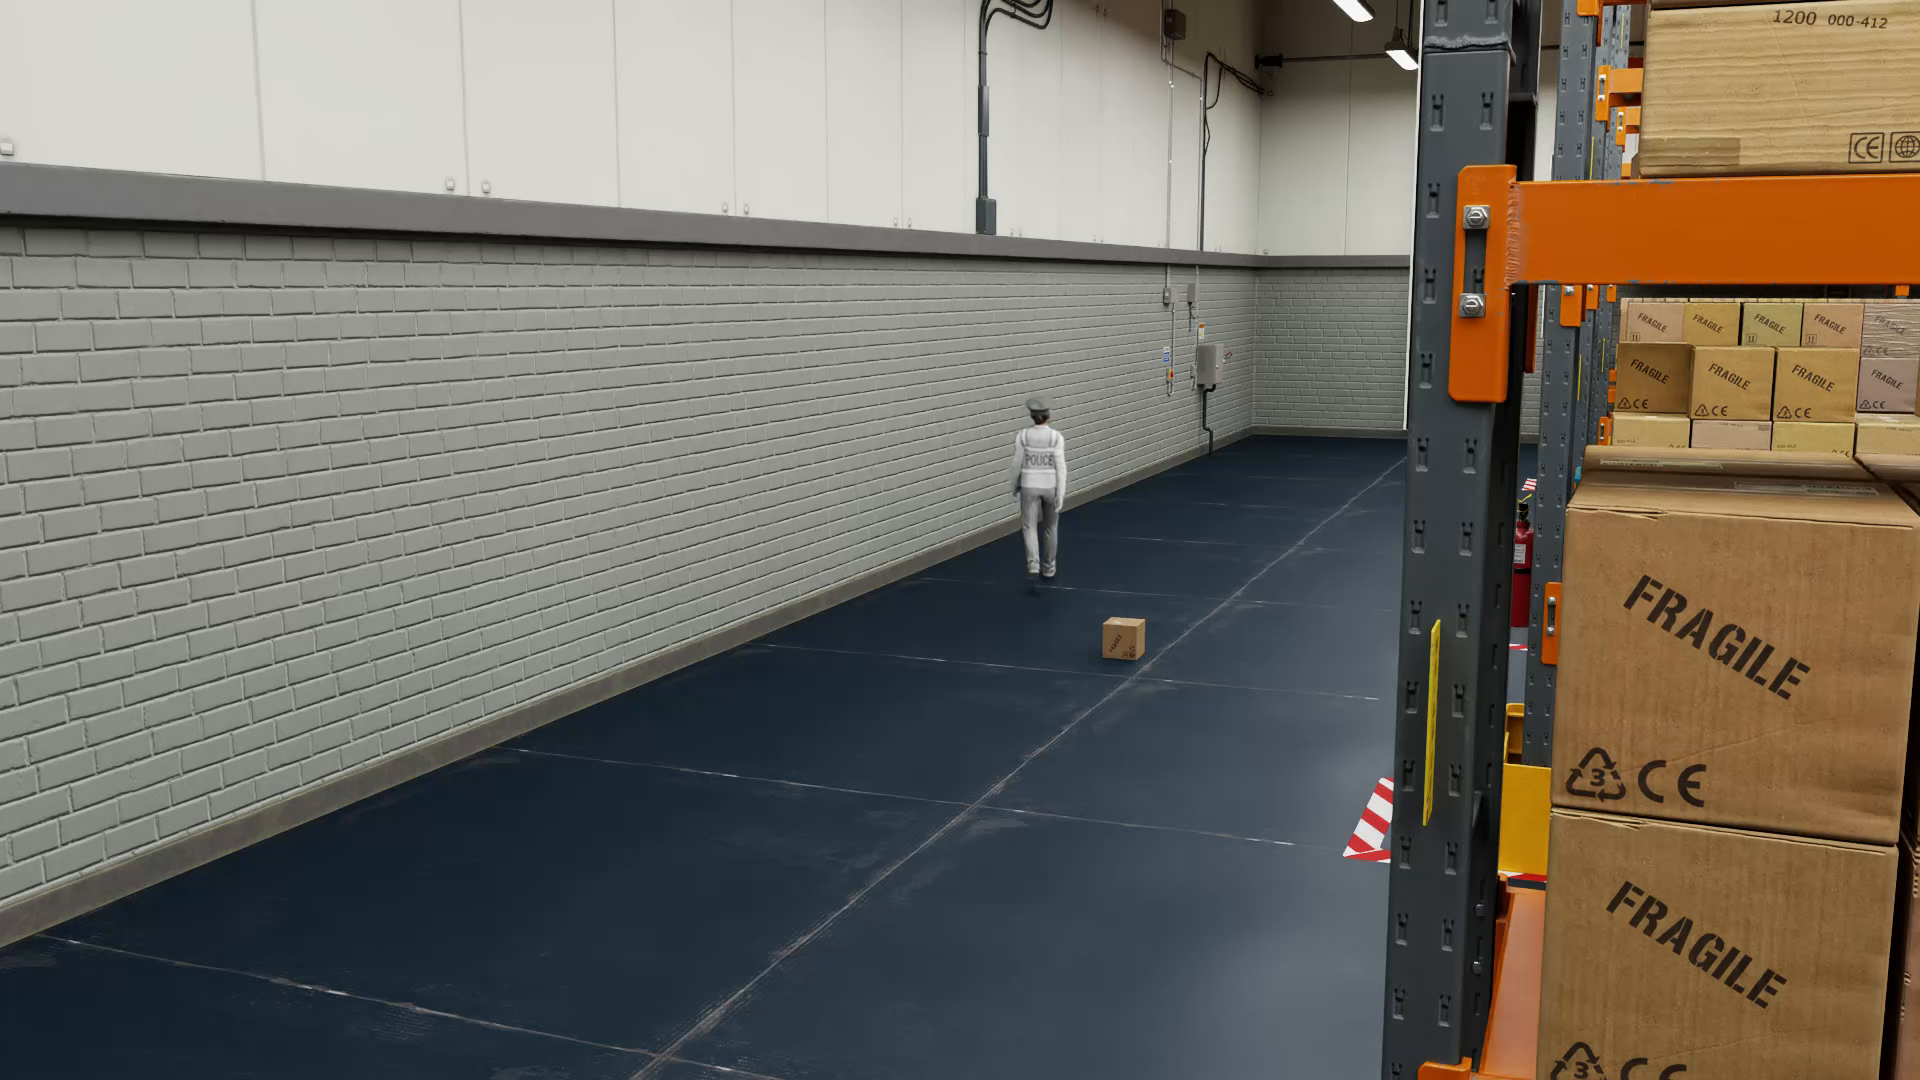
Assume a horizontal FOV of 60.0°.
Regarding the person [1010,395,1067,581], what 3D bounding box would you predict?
[{"bbox_3d":[0.689,-0.451,14.654,0.491,1.643,0.922,0,9,1],"label":"person"}]
